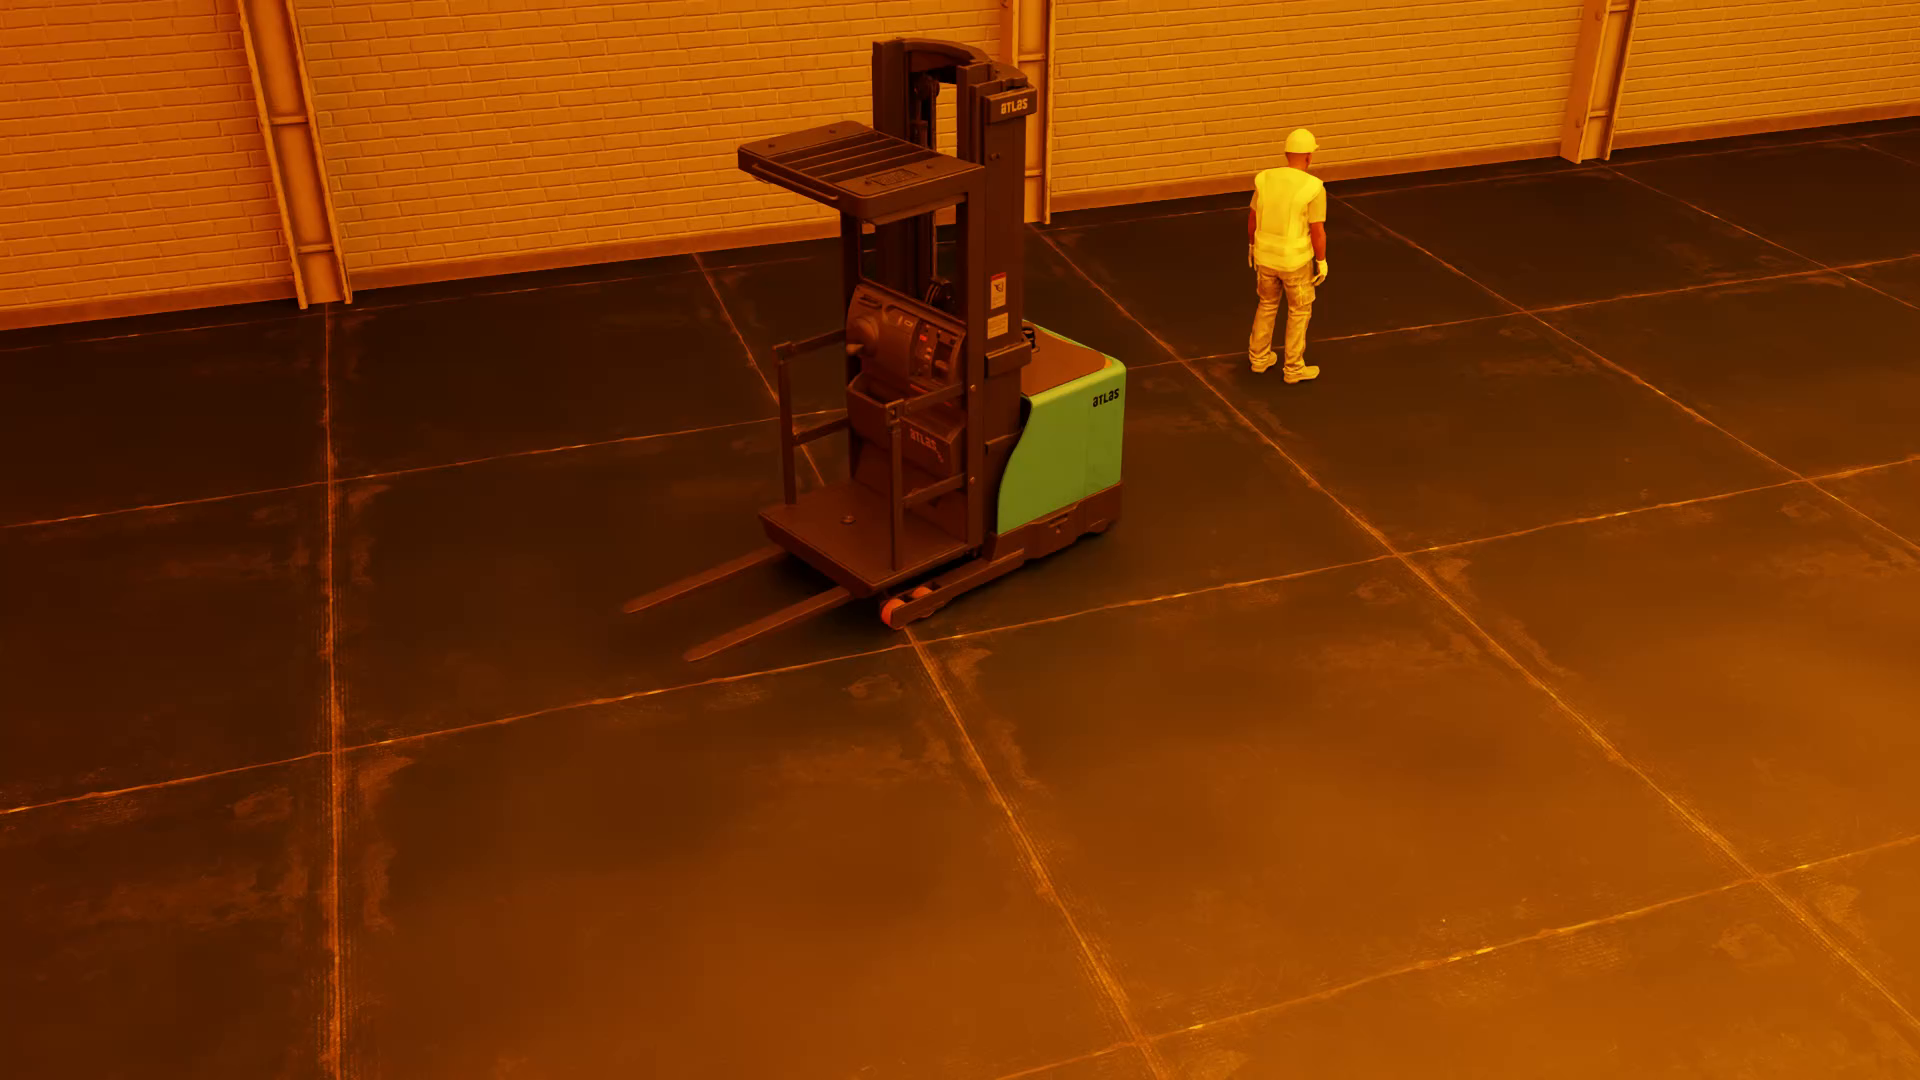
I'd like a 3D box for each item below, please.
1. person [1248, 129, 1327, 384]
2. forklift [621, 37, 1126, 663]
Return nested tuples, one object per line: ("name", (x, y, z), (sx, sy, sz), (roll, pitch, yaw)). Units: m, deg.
("person", (2.309, -1.998, 11.725), (0.618, 1.772, 0.451), (24, 38, 35))
("forklift", (-0.461, -1.072, 8.951), (3.031, 2.935, 1.130), (-23, 37, -34))
